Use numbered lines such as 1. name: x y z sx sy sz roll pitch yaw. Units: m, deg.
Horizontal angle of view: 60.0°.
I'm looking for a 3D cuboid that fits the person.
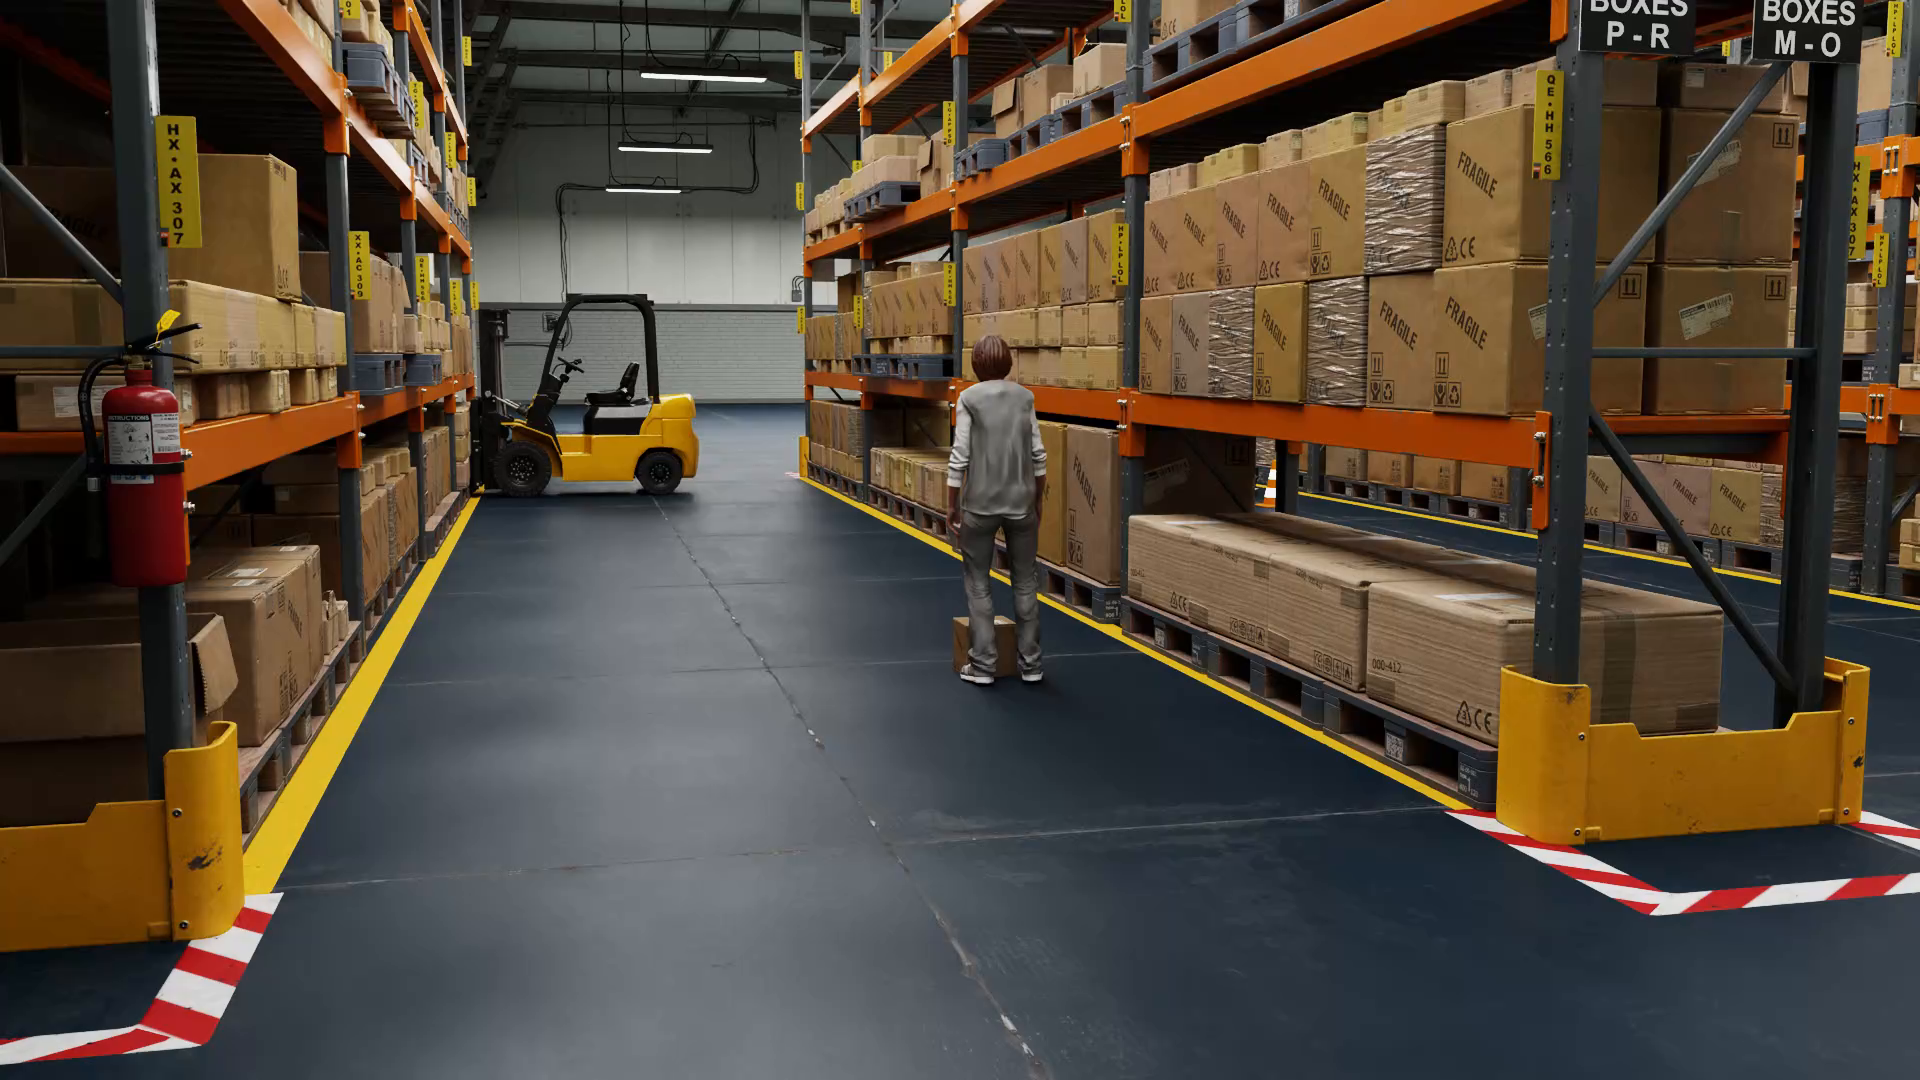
1. person: 0.175 -0.079 7.604 0.482 1.480 0.341 -2 7 -15
